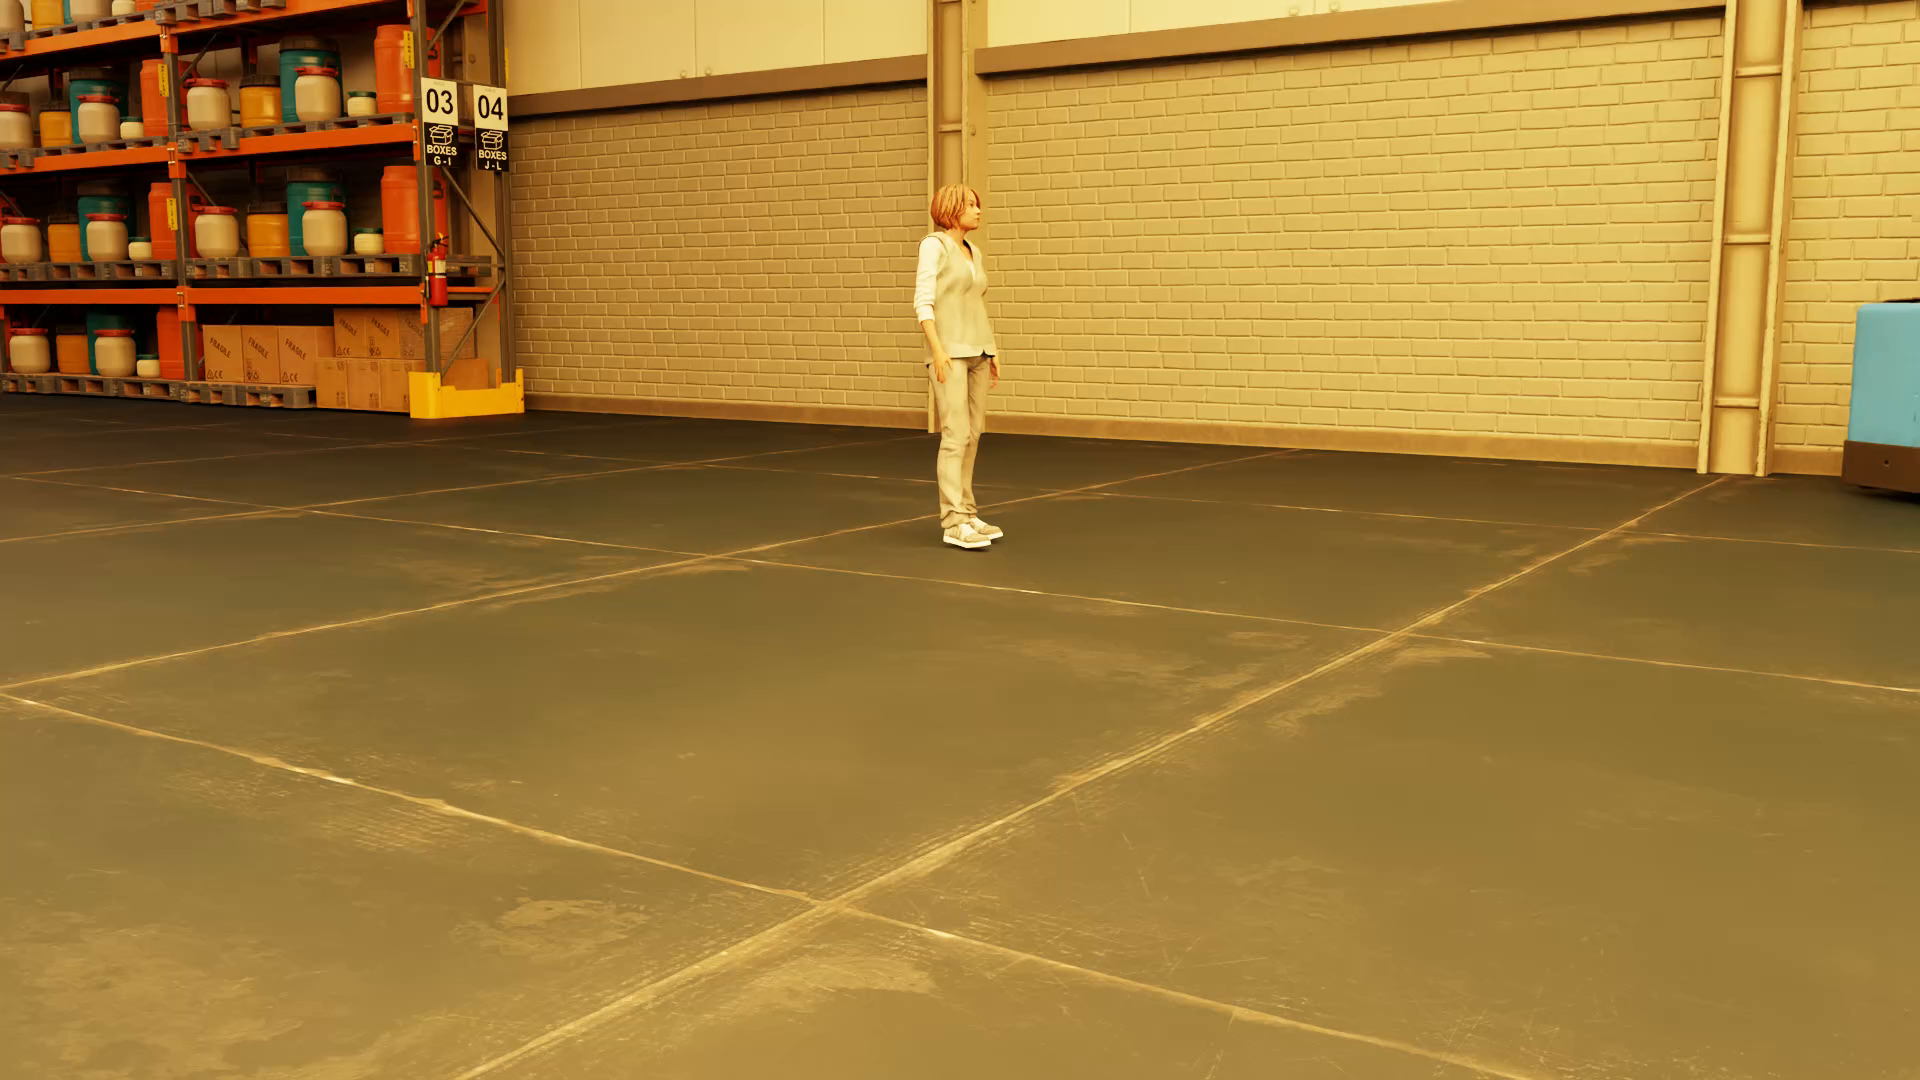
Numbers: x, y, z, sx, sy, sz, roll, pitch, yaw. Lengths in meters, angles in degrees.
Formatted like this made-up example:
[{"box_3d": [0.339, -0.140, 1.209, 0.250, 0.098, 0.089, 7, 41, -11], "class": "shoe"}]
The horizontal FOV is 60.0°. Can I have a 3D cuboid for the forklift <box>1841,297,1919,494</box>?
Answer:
[{"box_3d": [6.528, -1.693, 9.099, 3.031, 2.935, 1.130, -2, 8, -15], "class": "forklift"}]

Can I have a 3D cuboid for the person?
[{"box_3d": [0.053, -0.791, 7.438, 0.475, 1.597, 0.520, 5, 10, 34], "class": "person"}]
